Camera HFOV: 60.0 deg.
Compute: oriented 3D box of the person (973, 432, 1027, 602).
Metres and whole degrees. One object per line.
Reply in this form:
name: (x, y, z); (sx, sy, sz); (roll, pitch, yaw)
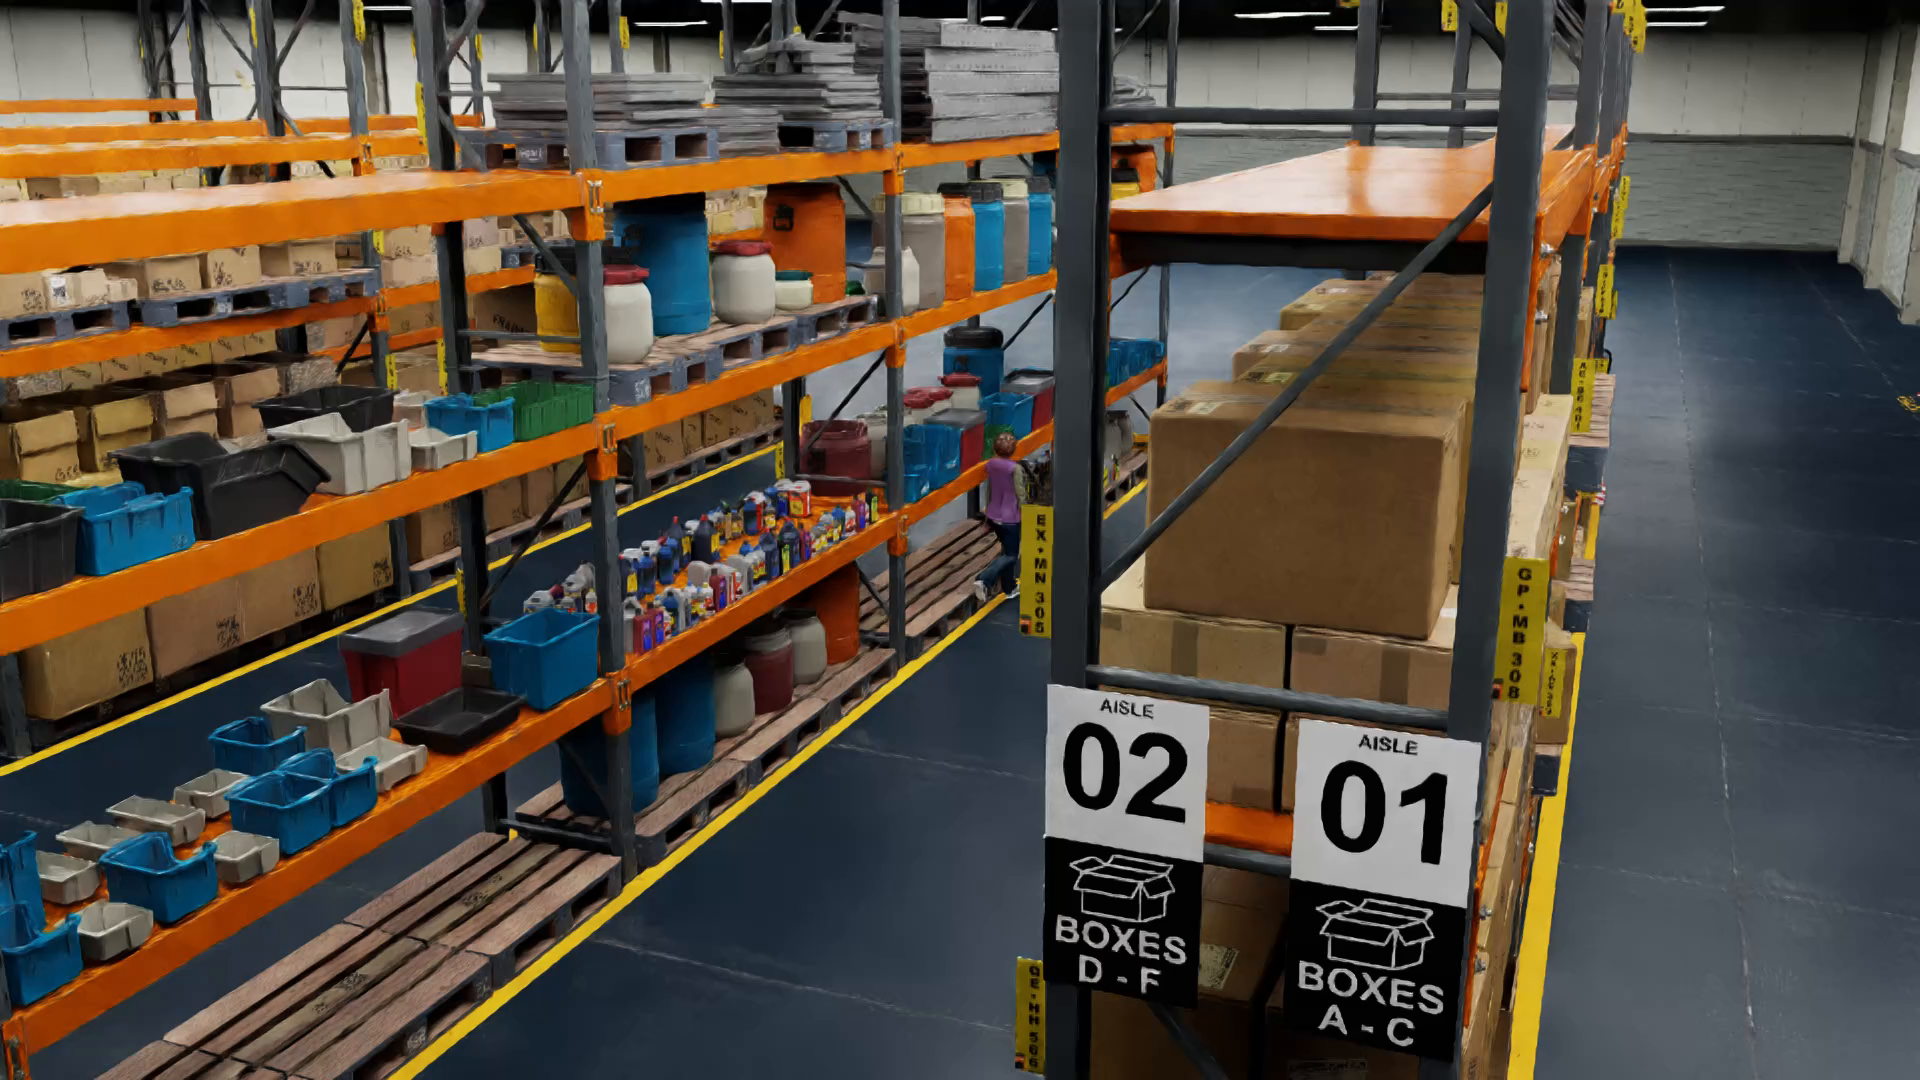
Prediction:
person: (0.375, -0.182, 14.750); (0.424, 1.558, 0.801); (14, 20, 40)
